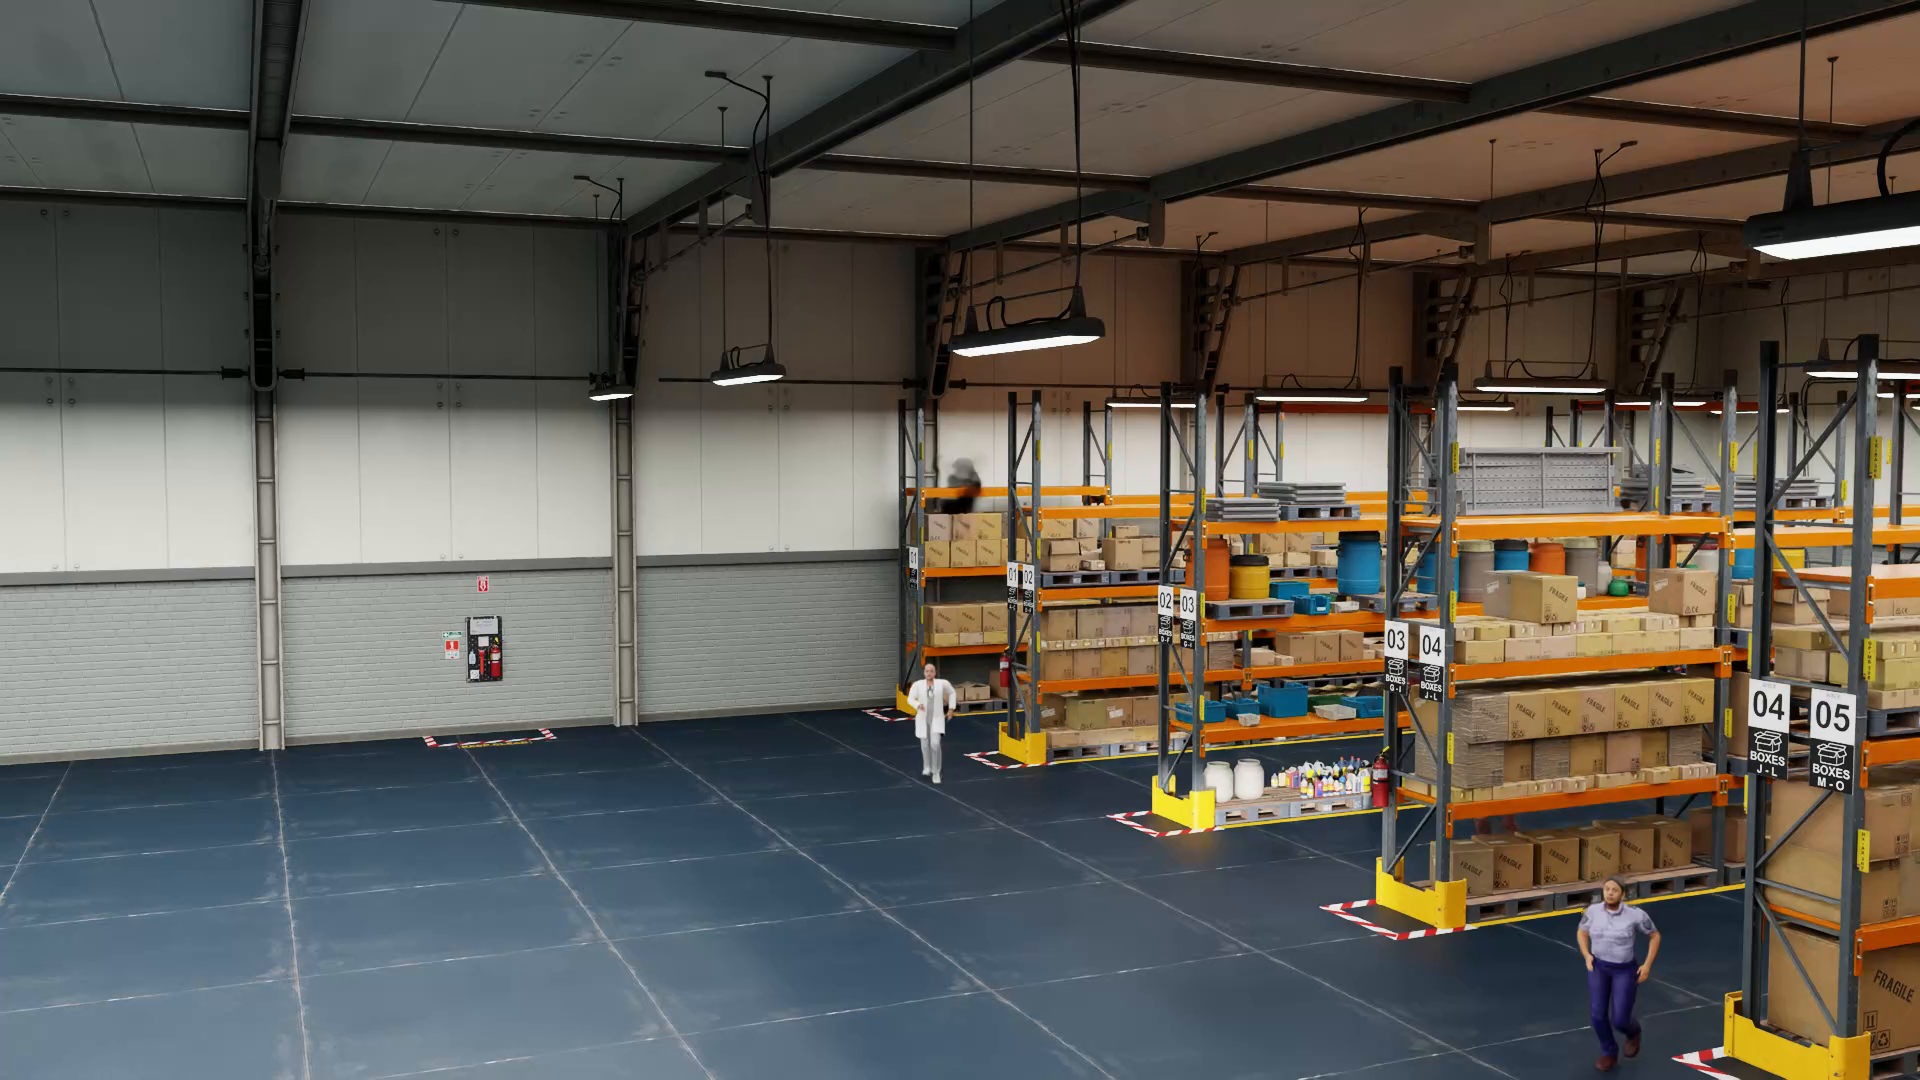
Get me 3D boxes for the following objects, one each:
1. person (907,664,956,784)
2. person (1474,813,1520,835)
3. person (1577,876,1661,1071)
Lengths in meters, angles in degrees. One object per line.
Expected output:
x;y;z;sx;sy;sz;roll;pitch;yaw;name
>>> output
-0.437;2.807;25.364;0.729;1.856;0.818;0;3;5;person
6.587;3.142;20.279;0.787;1.717;0.540;-2;4;-31;person
5.398;3.569;13.701;0.639;1.595;0.580;2;4;36;person
